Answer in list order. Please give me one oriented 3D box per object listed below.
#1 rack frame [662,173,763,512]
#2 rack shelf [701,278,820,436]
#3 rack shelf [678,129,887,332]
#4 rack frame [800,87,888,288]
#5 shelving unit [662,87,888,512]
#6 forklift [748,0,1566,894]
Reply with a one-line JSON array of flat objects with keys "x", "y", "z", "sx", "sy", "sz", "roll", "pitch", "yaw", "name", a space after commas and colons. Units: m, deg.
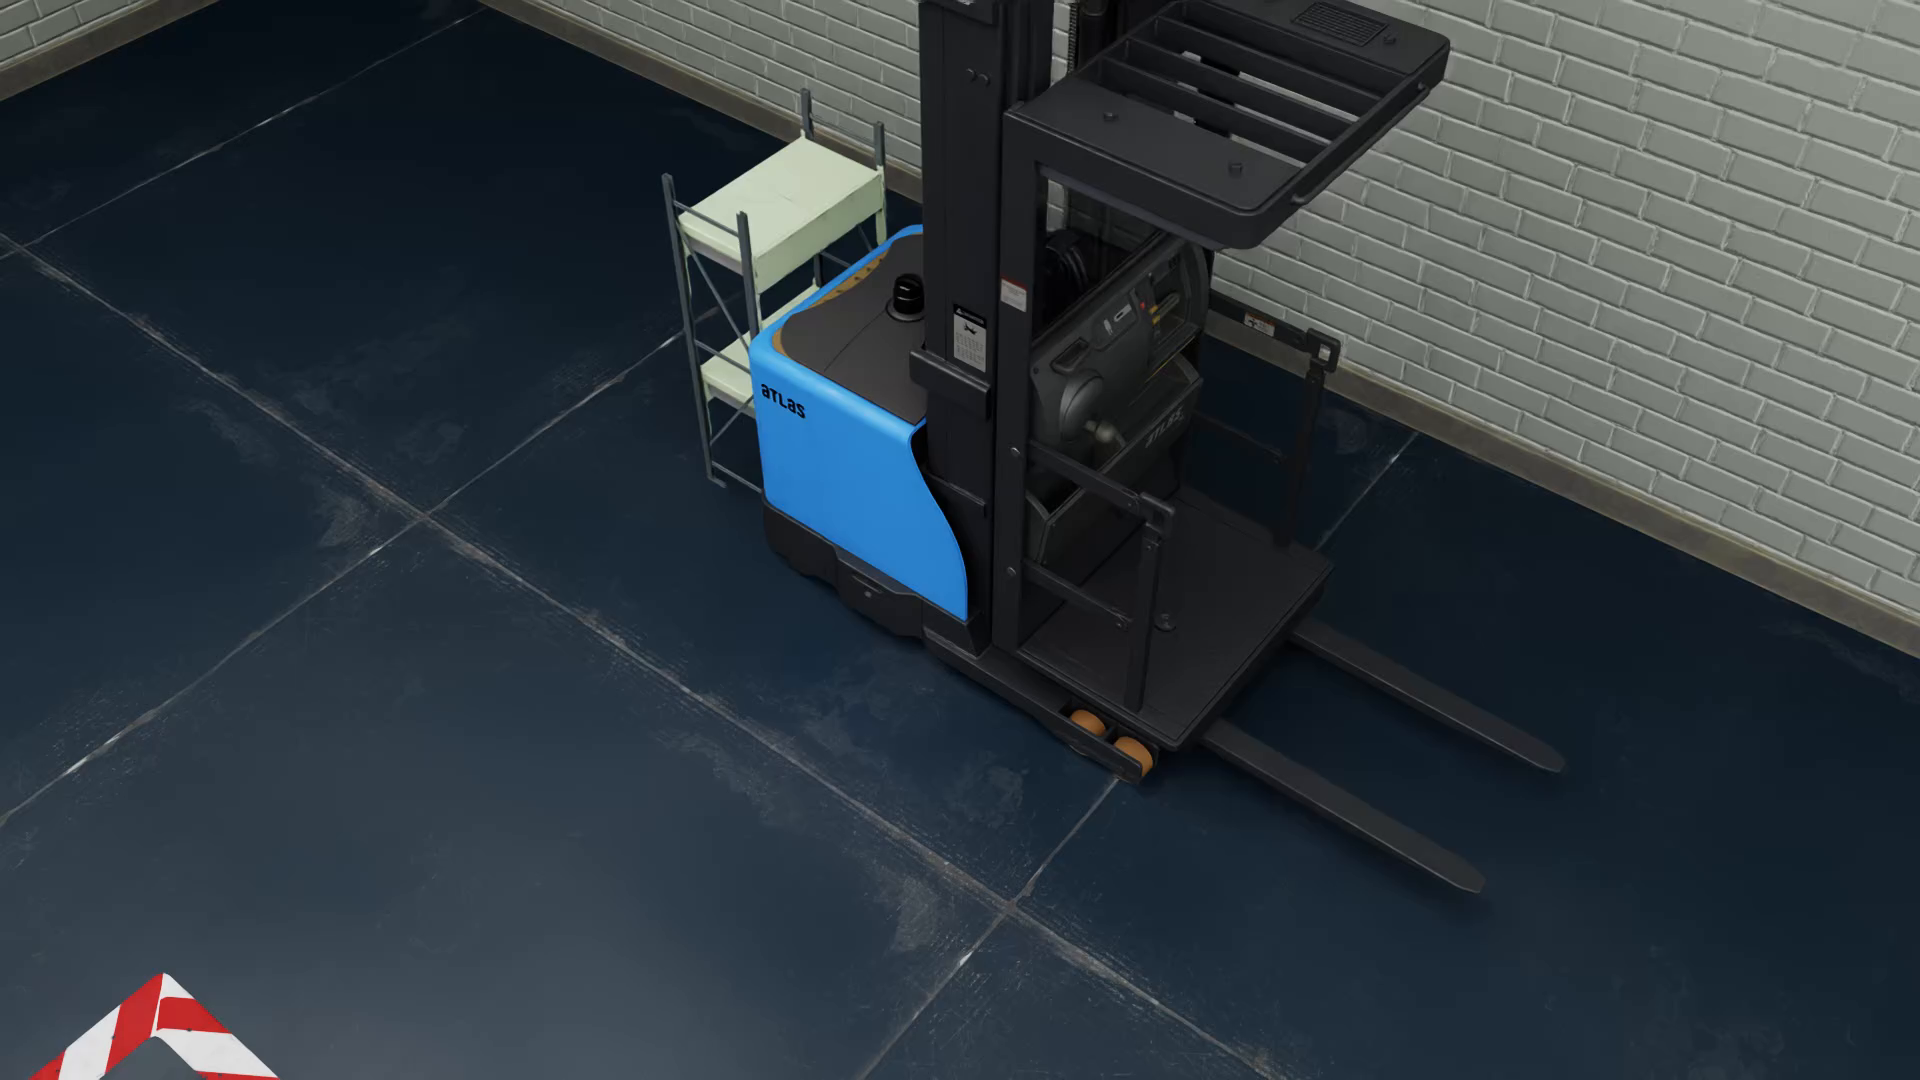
[{"x": -0.899, "y": -0.693, "z": 6.375, "sx": 0.400, "sy": 1.500, "sz": 0.023, "roll": 30, "pitch": 53, "yaw": 25, "name": "rack frame"}, {"x": -0.671, "y": -0.675, "z": 6.809, "sx": 0.431, "sy": 0.370, "sz": 0.720, "roll": 30, "pitch": 53, "yaw": 25, "name": "rack shelf"}, {"x": -0.671, "y": -1.170, "z": 6.291, "sx": 0.431, "sy": 0.370, "sz": 0.720, "roll": 30, "pitch": 53, "yaw": 25, "name": "rack shelf"}, {"x": -0.444, "y": -1.108, "z": 6.771, "sx": 0.400, "sy": 1.500, "sz": 0.023, "roll": 30, "pitch": 53, "yaw": 25, "name": "rack frame"}, {"x": -0.671, "y": -0.900, "z": 6.573, "sx": 0.431, "sy": 1.500, "sz": 0.755, "roll": 30, "pitch": 53, "yaw": 25, "name": "shelving unit"}, {"x": 0.691, "y": -0.588, "z": 5.285, "sx": 3.031, "sy": 2.935, "sz": 1.130, "roll": 30, "pitch": 53, "yaw": 25, "name": "forklift"}]
